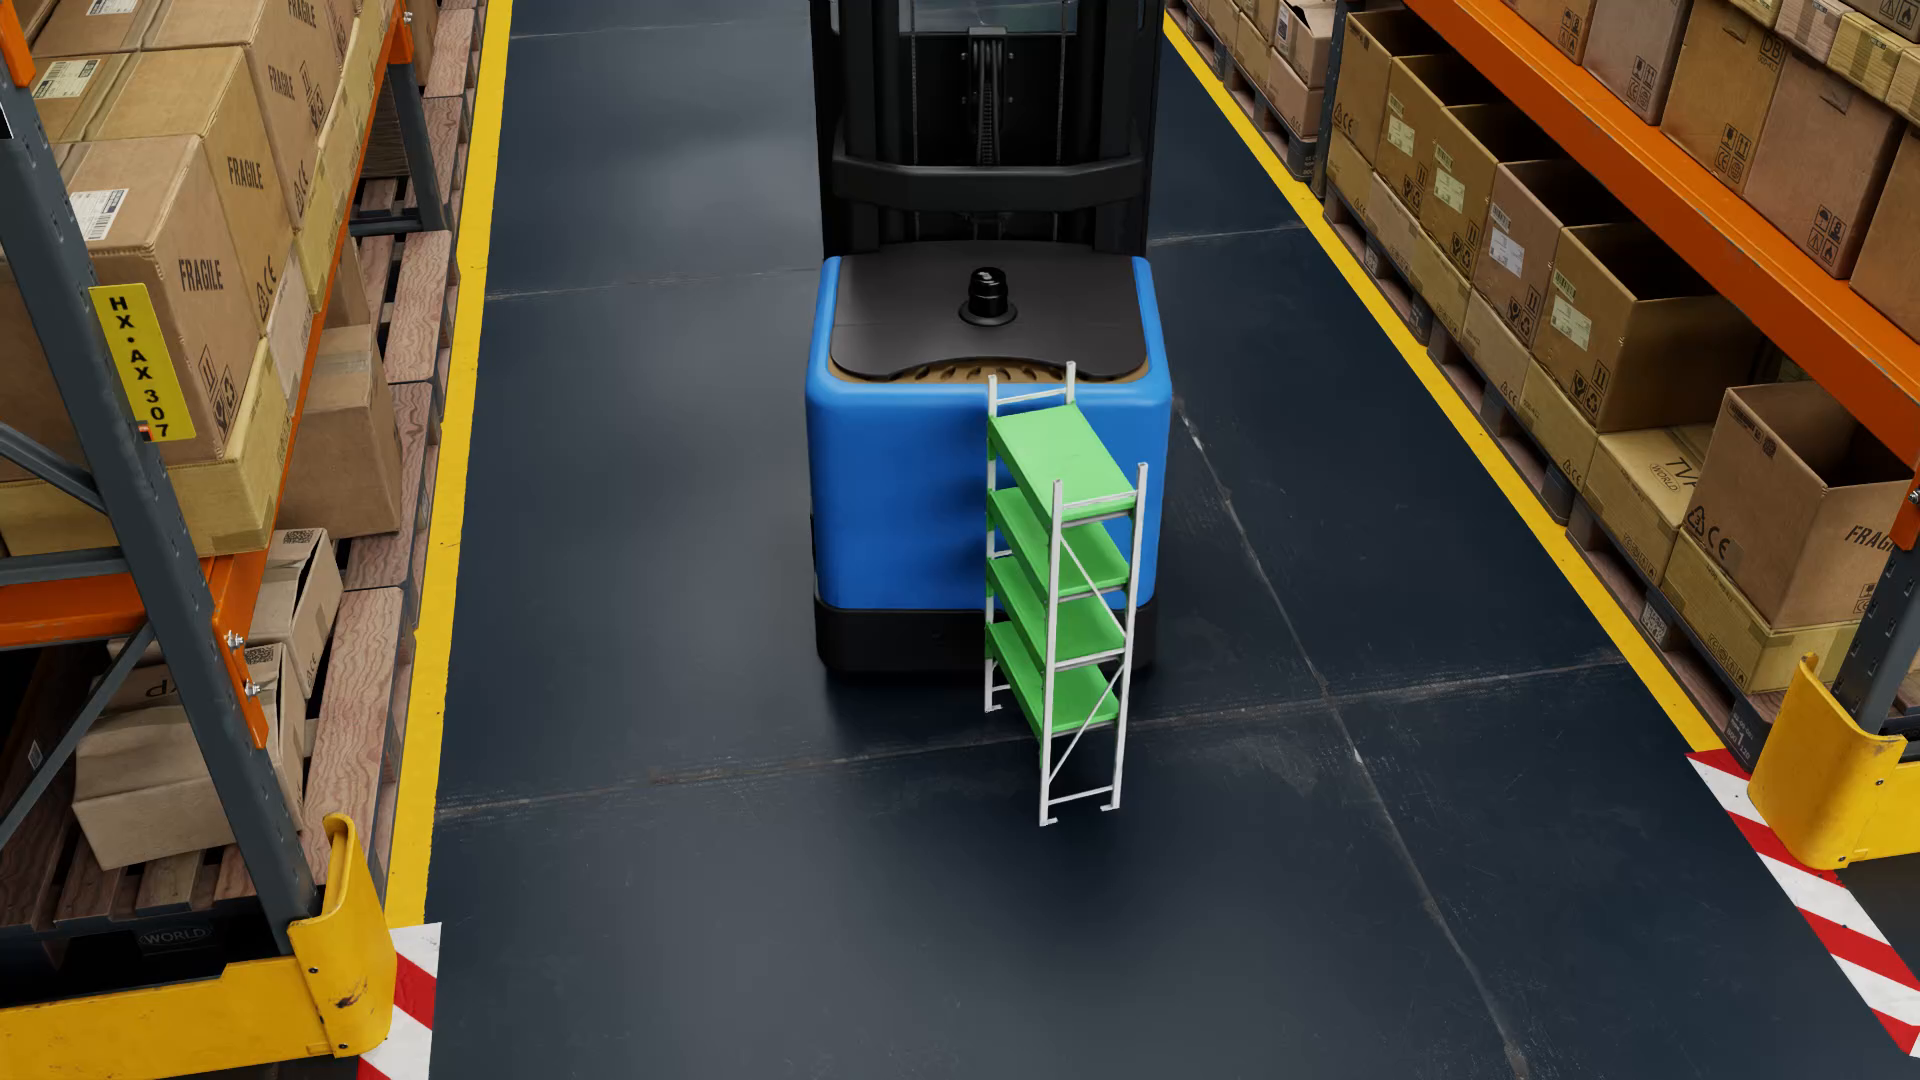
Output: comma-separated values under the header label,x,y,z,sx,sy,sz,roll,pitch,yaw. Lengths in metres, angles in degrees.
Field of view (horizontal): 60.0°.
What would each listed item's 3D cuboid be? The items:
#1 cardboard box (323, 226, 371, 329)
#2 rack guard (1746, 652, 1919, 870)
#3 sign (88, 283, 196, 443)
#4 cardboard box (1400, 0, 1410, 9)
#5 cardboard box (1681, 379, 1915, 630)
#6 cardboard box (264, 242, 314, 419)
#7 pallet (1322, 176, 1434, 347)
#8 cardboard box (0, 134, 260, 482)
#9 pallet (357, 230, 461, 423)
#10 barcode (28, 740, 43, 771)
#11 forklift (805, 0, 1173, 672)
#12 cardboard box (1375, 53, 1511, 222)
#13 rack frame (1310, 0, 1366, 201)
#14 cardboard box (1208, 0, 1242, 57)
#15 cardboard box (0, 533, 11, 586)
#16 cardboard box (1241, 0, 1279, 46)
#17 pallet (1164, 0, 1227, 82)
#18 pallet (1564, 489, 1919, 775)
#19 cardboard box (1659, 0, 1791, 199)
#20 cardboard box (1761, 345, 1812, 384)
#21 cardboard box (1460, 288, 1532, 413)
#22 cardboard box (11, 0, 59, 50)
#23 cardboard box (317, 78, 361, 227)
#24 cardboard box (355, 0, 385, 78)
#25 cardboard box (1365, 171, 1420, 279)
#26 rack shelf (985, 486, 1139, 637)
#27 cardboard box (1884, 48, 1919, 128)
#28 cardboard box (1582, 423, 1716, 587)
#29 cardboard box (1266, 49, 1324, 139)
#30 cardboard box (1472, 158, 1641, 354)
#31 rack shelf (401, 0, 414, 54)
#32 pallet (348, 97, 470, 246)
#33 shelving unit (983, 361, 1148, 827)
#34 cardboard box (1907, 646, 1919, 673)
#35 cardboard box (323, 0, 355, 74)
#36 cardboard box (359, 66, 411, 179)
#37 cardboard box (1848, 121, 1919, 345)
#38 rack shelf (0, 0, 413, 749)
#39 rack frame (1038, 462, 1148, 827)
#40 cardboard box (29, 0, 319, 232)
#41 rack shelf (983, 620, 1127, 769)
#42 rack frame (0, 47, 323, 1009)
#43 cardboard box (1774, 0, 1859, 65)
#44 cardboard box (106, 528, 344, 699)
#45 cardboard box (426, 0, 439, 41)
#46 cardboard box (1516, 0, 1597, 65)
label,x,y,z,sx,sy,sz,roll,pitch,yaw
cardboard box,-2.492,-0.895,6.136,0.500,0.500,0.500,-9,39,-11
rack guard,2.868,0.551,4.633,1.175,0.500,0.348,-6,38,-8
sign,-1.478,-0.316,3.006,0.100,0.325,0.005,-6,38,-8
cardboard box,2.336,-2.444,7.893,0.500,0.311,0.500,-6,38,-8
cardboard box,2.477,-0.118,4.745,0.500,0.500,0.500,-6,38,-8
cardboard box,-1.890,-0.505,4.061,0.500,0.250,0.500,-7,38,-9
pallet,2.261,-1.280,7.226,1.003,0.211,1.213,-6,38,-8
cardboard box,-1.800,-0.481,3.418,0.500,0.500,0.500,-6,38,-8
pallet,-2.561,-0.828,6.644,1.003,0.211,1.213,-6,38,-8
barcode,-2.442,0.574,4.392,0.001,0.075,0.075,-6,38,-8
forklift,0.083,-1.625,5.453,1.130,2.935,3.031,0,38,0
cardboard box,2.031,-1.627,6.688,0.500,0.500,0.500,-6,38,-8
rack frame,2.163,-2.866,6.994,1.000,3.000,0.127,-6,38,-8
cardboard box,1.628,-2.780,8.783,0.500,0.250,0.500,-5,38,-7
cardboard box,-2.285,-0.125,3.572,0.500,0.250,0.500,-6,38,-7
cardboard box,1.712,-2.695,8.216,0.500,0.311,0.500,-5,38,-7
pallet,1.778,-2.944,9.368,1.003,0.211,1.213,-6,38,-8
pallet,2.689,0.193,5.329,1.003,0.211,1.213,-6,38,-8
cardboard box,2.617,-1.390,5.013,0.700,0.500,0.500,-6,38,-8
cardboard box,2.899,-0.476,5.205,0.500,0.500,0.500,-6,38,-8
cardboard box,2.204,-0.727,6.140,0.500,0.250,0.500,-6,38,-8
cardboard box,-2.478,-1.039,4.137,0.500,0.500,0.500,-7,38,-9
cardboard box,-2.060,-1.119,4.851,0.500,0.250,0.500,-6,38,-8
cardboard box,-2.253,-1.725,5.631,0.500,0.250,0.500,-6,38,-8
cardboard box,2.028,-1.331,6.917,0.500,0.250,0.500,-6,38,-8
rack shelf,0.264,0.030,4.447,0.258,0.148,0.480,-11,39,-14
cardboard box,2.562,-1.114,4.129,0.380,0.149,0.250,-5,38,-7
cardboard box,2.380,-0.123,5.362,0.500,0.250,0.500,-6,38,-8
cardboard box,1.805,-2.166,7.991,0.500,0.250,0.500,-7,38,-8
cardboard box,2.201,-1.023,5.909,0.500,0.500,0.500,-6,38,-8
rack shelf,-3.064,-3.255,8.081,1.077,0.370,4.000,-6,38,-8
pallet,-2.851,-1.700,7.766,1.003,0.211,1.213,-6,38,-8
shelving unit,0.264,0.169,4.555,0.258,1.200,0.503,-11,39,-14
cardboard box,2.989,0.122,5.047,0.500,0.250,0.500,-6,38,-8
cardboard box,-2.155,-1.718,5.011,0.500,0.500,0.500,-7,38,-9
cardboard box,-2.859,-1.961,7.508,0.700,0.500,0.500,-5,38,-6
cardboard box,2.795,-0.773,4.219,0.700,0.500,0.500,-6,38,-8
rack shelf,-2.363,-0.839,4.971,1.077,0.370,4.000,-6,38,-8
rack frame,0.339,0.311,4.371,0.240,1.200,0.015,-11,39,-14
cardboard box,-1.961,-1.093,4.207,0.500,0.500,0.500,-7,38,-9
rack shelf,0.264,0.409,4.741,0.258,0.148,0.480,-11,39,-14
rack frame,-2.012,0.085,3.196,1.000,3.000,0.127,-6,38,-8
cardboard box,2.475,-1.421,4.524,0.380,0.149,0.250,-6,38,-7
cardboard box,-2.145,0.201,4.879,0.500,0.311,0.500,-3,38,-4
cardboard box,-3.146,-2.884,8.696,0.700,0.500,0.500,-6,38,-8
cardboard box,2.430,-2.017,5.820,0.700,0.500,0.500,-6,38,-7
